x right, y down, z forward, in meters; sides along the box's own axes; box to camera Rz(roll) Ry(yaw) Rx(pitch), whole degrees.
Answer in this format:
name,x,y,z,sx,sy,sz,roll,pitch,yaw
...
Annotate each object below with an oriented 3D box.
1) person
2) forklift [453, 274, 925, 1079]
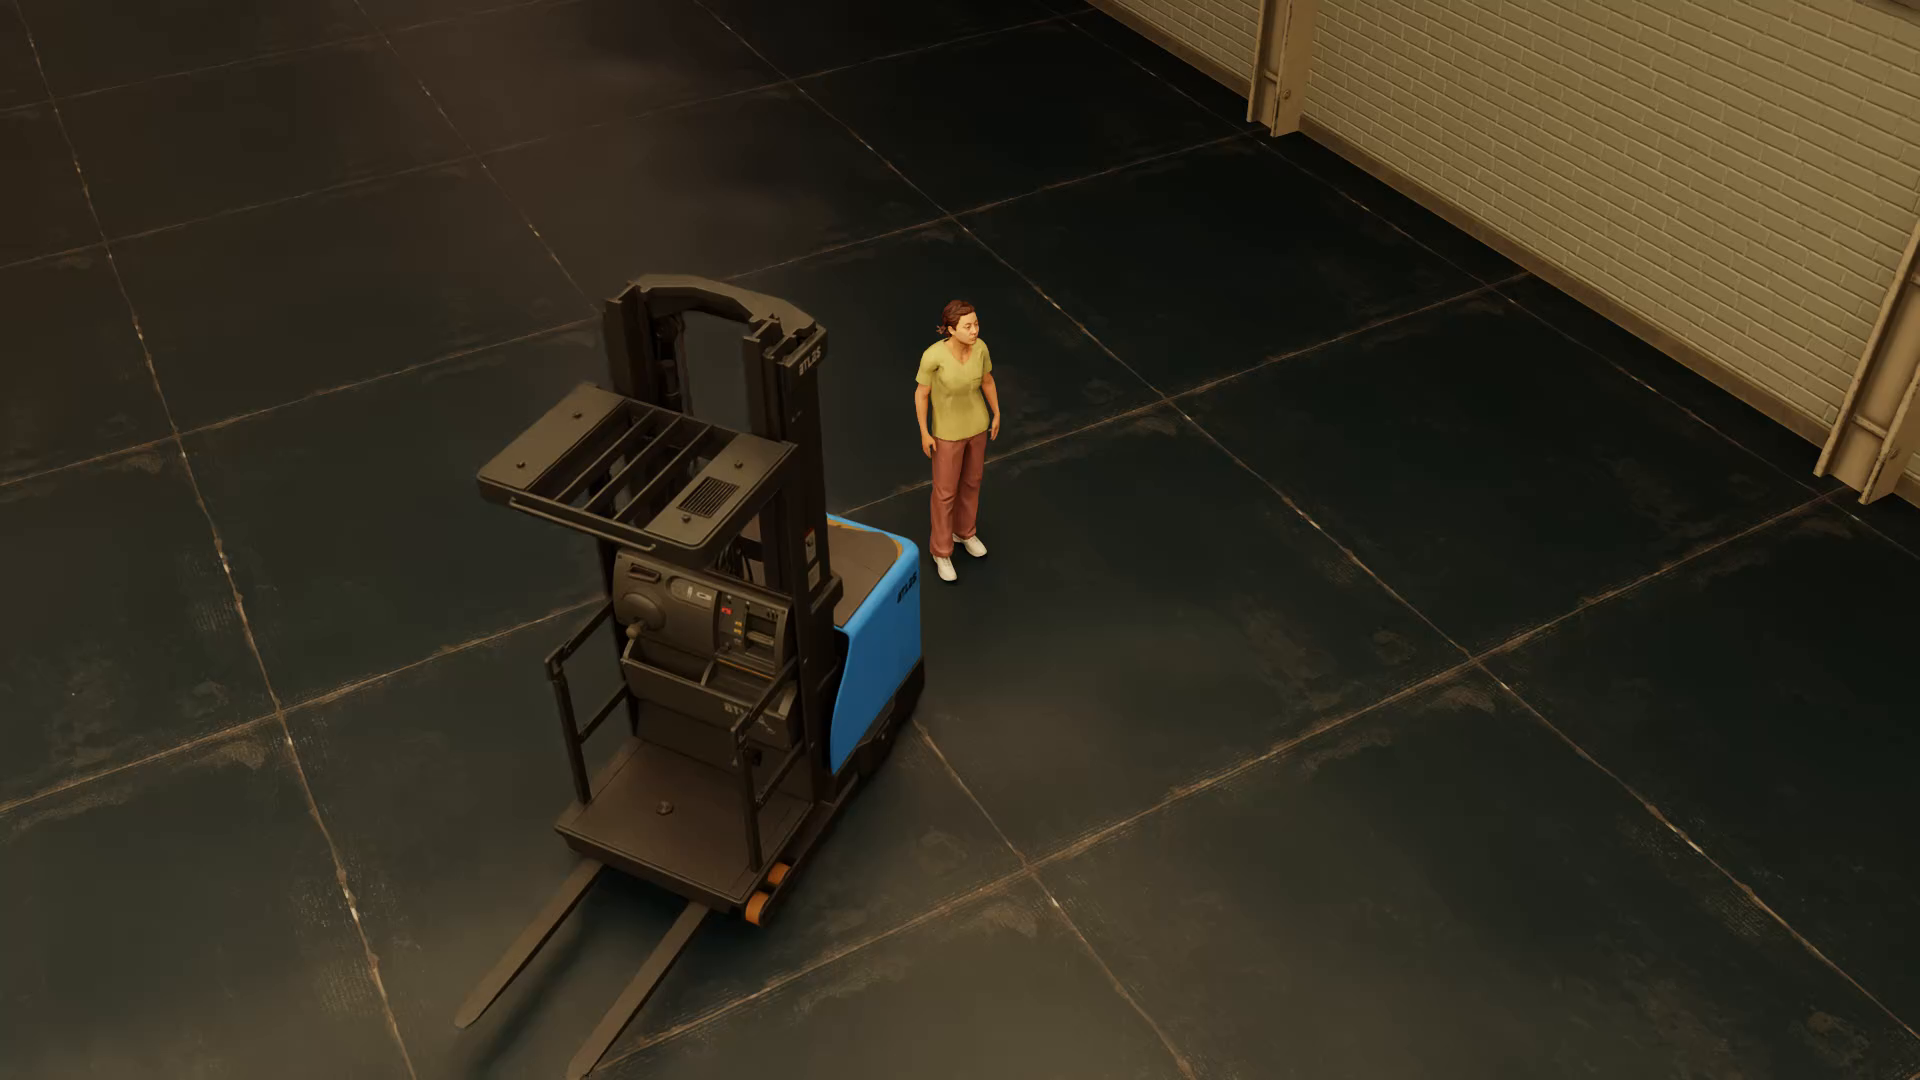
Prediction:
name,x,y,z,sx,sy,sz,roll,pitch,yaw
person,0.033,-0.592,9.738,0.554,1.651,0.526,-20,44,-23
forklift,-1.294,0.418,7.532,1.130,2.935,3.031,17,43,20
